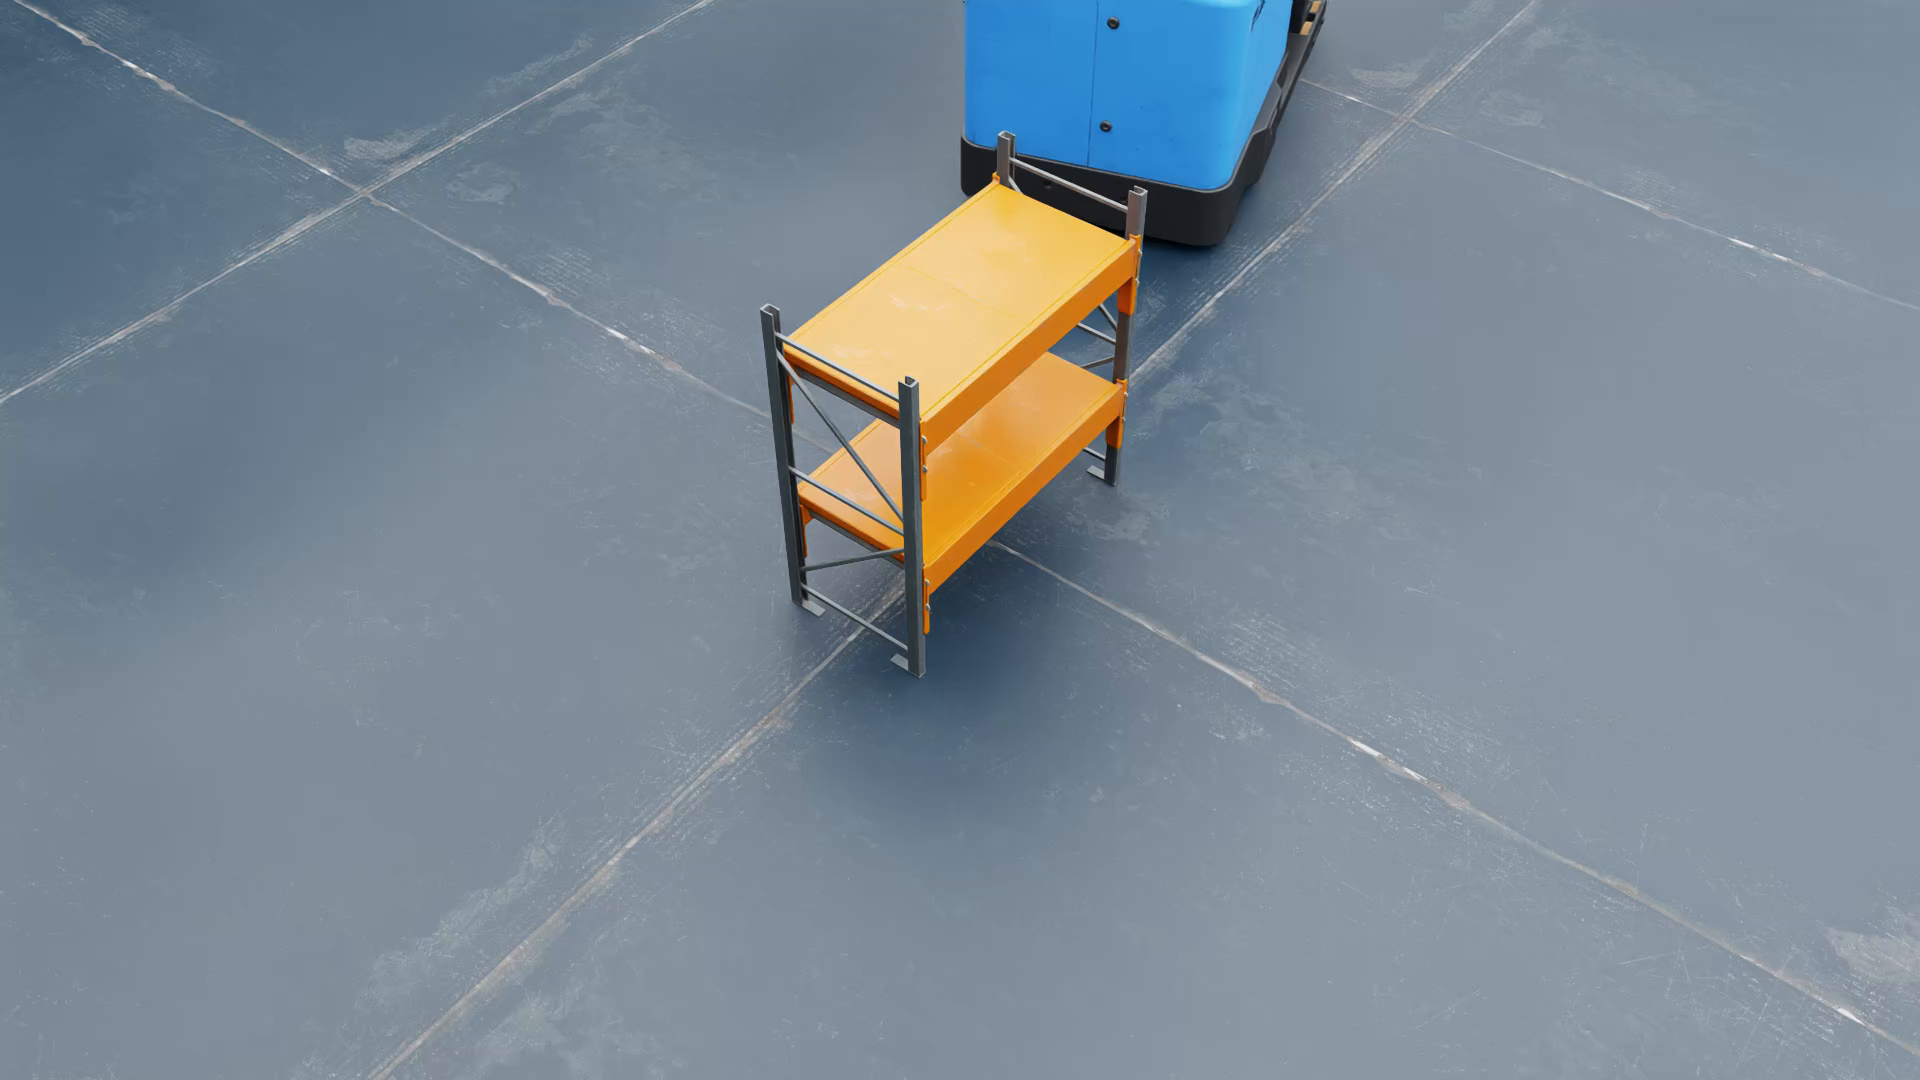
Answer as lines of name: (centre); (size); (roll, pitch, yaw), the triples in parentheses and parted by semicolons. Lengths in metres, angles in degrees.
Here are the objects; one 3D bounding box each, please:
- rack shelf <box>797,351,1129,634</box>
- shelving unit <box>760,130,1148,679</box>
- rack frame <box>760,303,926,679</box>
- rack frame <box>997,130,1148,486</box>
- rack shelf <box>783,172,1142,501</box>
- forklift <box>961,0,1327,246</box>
rack shelf: (0.004, -0.224, 5.024); (0.538, 0.278, 1.000); (29, 53, 25)
shelving unit: (0.004, -0.392, 4.847); (0.538, 1.125, 1.048); (29, 53, 25)
rack frame: (-0.307, -0.102, 4.569); (0.500, 1.125, 0.032); (29, 53, 25)
rack frame: (0.315, -0.683, 5.125); (0.500, 1.125, 0.032); (29, 53, 25)
rack shelf: (0.004, -0.595, 4.635); (0.538, 0.278, 1.000); (29, 53, 25)
forklift: (0.980, -3.194, 6.274); (1.130, 2.935, 3.031); (15, 48, 14)
